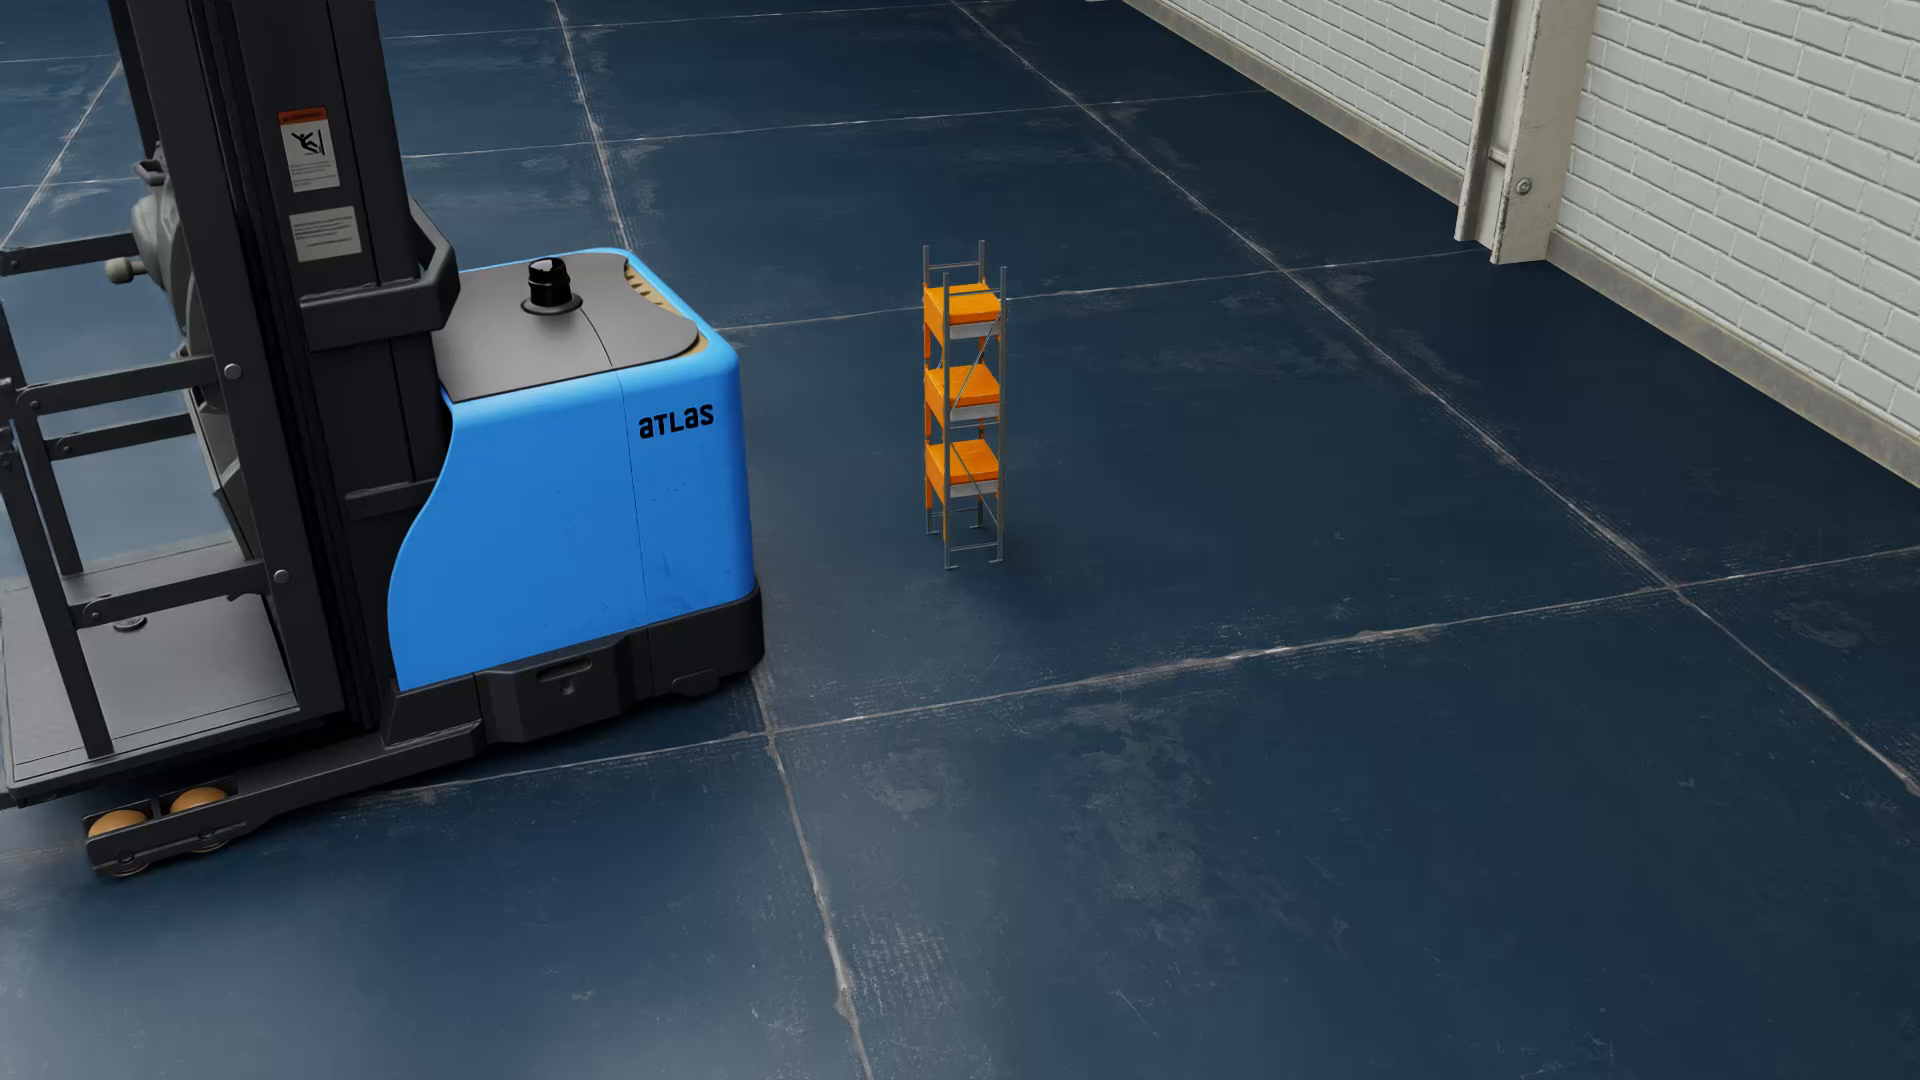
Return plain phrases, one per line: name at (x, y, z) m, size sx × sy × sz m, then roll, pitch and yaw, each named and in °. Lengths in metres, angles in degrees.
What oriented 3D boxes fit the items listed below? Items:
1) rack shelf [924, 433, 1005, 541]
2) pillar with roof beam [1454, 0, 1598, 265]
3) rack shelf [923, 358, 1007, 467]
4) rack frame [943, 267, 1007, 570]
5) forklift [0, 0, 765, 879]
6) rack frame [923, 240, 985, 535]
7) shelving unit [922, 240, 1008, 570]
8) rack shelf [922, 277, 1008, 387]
rack shelf at (0.014, -0.179, 5.587) m, size 0.215 × 0.259 × 0.240 m, roll -8°, pitch 31°, yaw -13°
pillar with roof beam at (-1.461, -4.773, 5.013) m, size 9.100 × 9.000 × 0.400 m, roll -8°, pitch 31°, yaw -13°
rack shelf at (0.014, -0.419, 5.448) m, size 0.215 × 0.259 × 0.240 m, roll -8°, pitch 31°, yaw -13°
rack frame at (0.047, -0.370, 5.341) m, size 0.200 × 1.050 × 0.008 m, roll -8°, pitch 31°, yaw -13°
forklift at (-2.132, -0.711, 4.052) m, size 3.031 × 2.935 × 1.130 m, roll -15°, pitch 33°, yaw -24°
rack frame at (-0.018, -0.487, 5.544) m, size 0.200 × 1.050 × 0.008 m, roll -8°, pitch 31°, yaw -13°
shelving unit at (0.014, -0.429, 5.442) m, size 0.215 × 1.050 × 0.252 m, roll -8°, pitch 31°, yaw -13°
rack shelf at (0.014, -0.665, 5.306) m, size 0.215 × 0.259 × 0.240 m, roll -8°, pitch 31°, yaw -13°
